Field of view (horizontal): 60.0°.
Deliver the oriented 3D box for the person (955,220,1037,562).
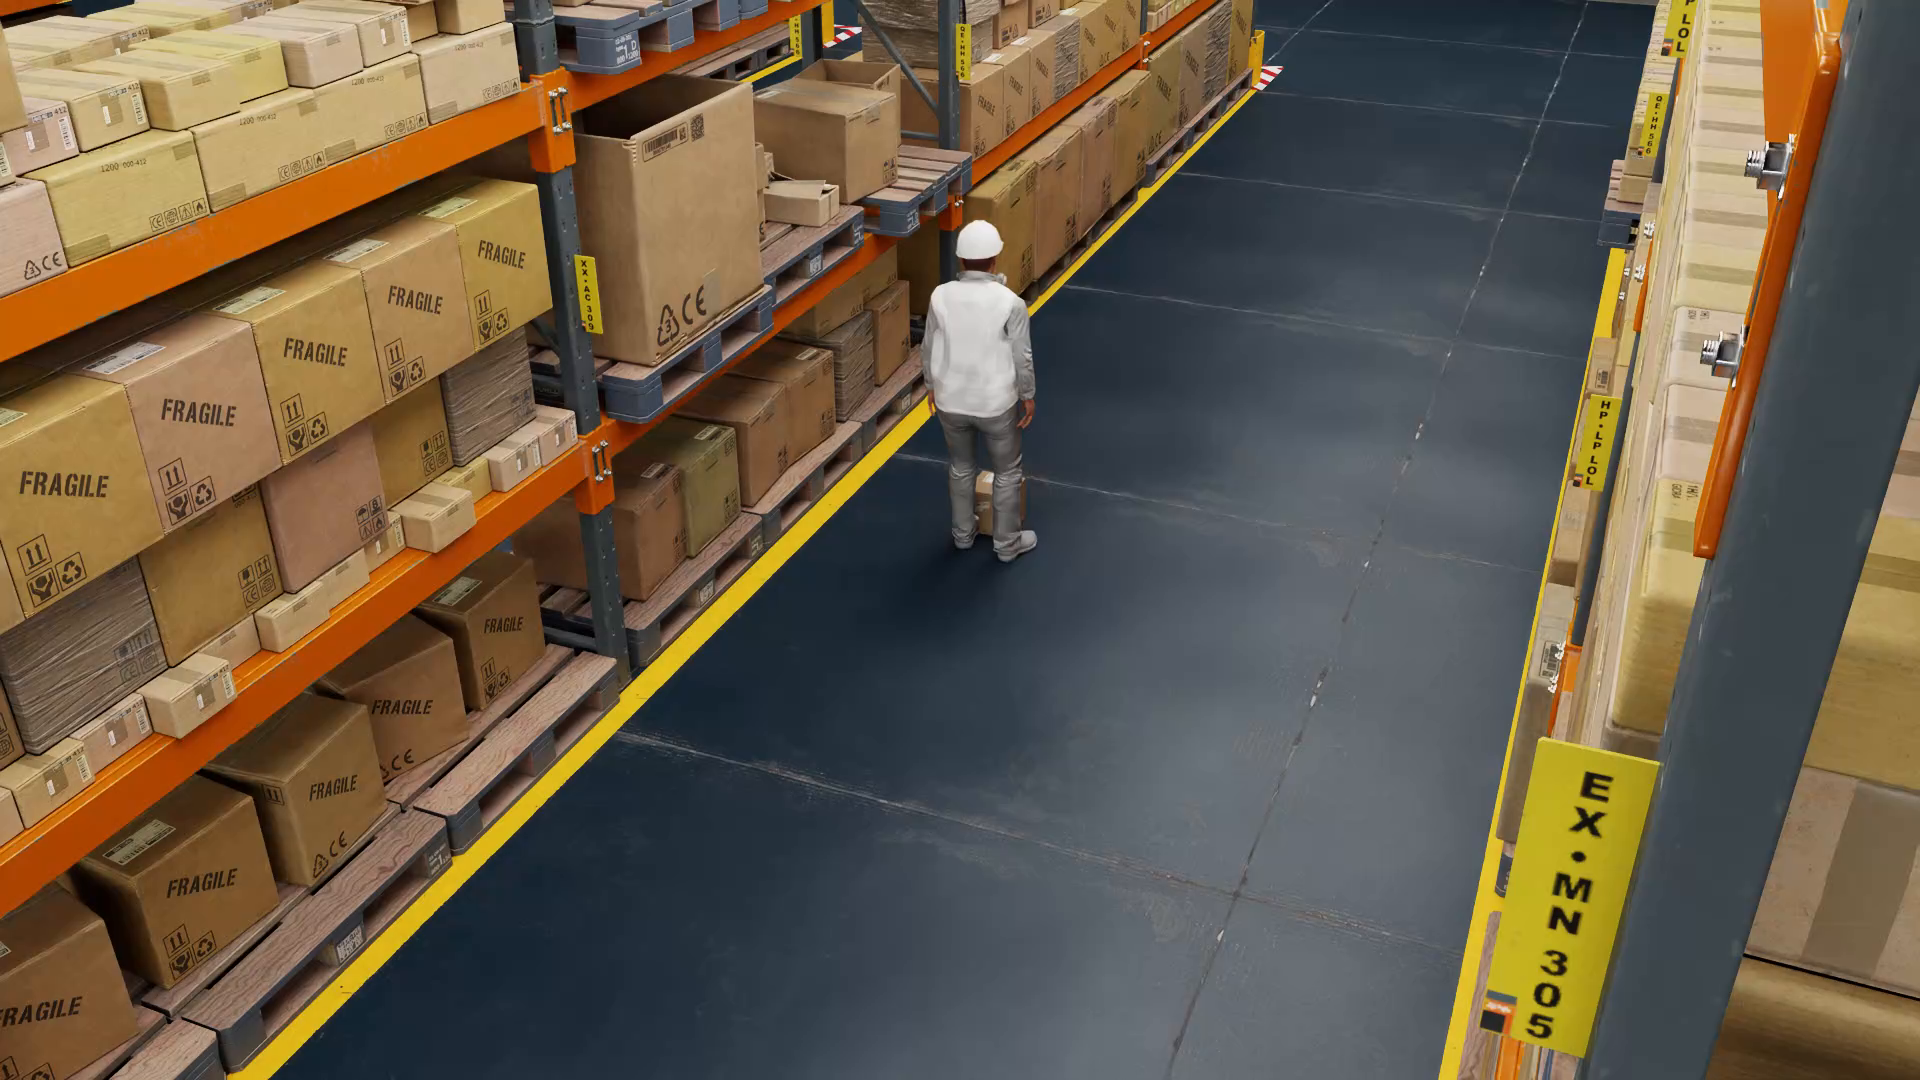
[{"bbox_3d":[-3.145,-3.151,8.577,7.589,5.808,11.427,9,31,16],"label":"person"}]
